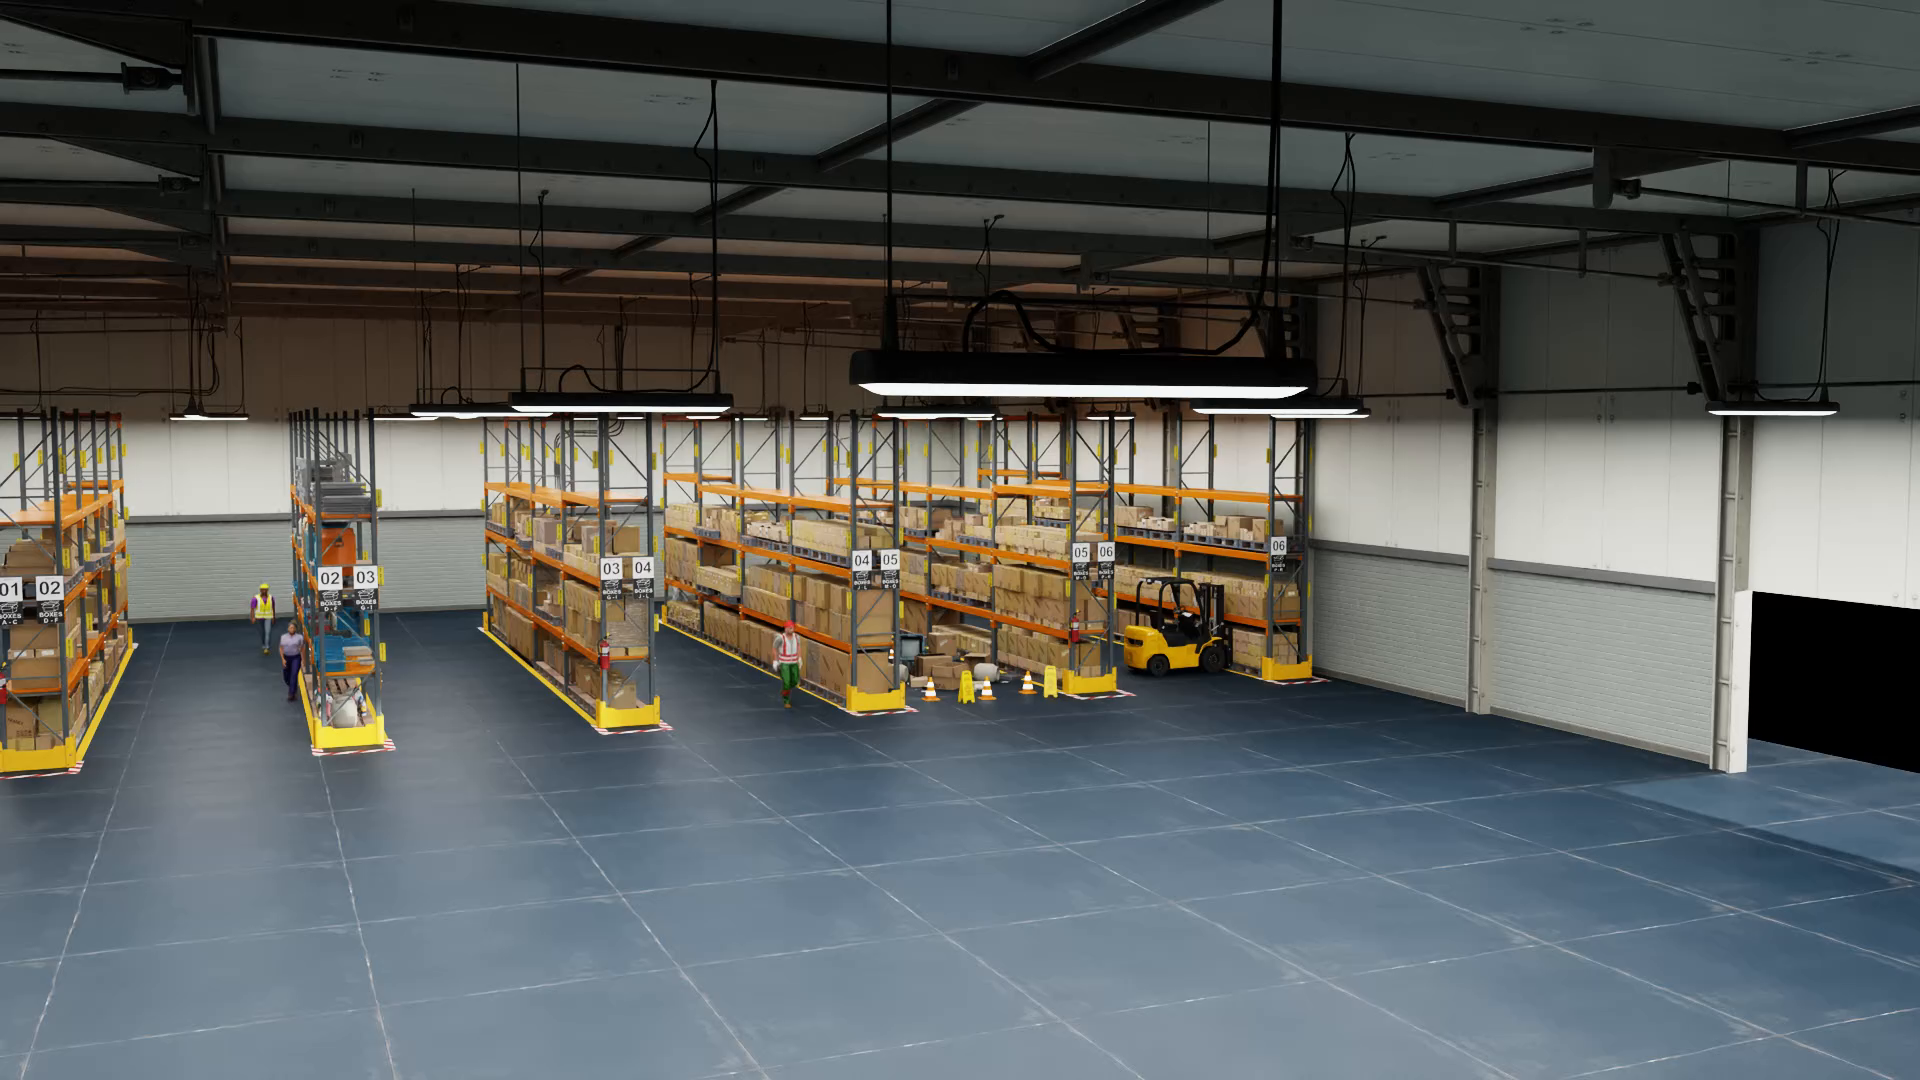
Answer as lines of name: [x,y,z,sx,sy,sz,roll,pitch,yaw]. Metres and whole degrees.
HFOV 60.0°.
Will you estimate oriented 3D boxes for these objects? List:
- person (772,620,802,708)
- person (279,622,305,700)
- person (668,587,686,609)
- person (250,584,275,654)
person: [-3.532,2.491,33.679,0.629,1.765,0.689,-3,5,-35]
person: [-13.930,2.513,34.641,0.476,1.551,1.016,-1,4,-9]
person: [-8.782,1.250,51.314,0.603,1.751,0.923,4,5,42]
person: [-17.350,1.947,41.326,0.518,1.714,1.022,-1,4,-13]
